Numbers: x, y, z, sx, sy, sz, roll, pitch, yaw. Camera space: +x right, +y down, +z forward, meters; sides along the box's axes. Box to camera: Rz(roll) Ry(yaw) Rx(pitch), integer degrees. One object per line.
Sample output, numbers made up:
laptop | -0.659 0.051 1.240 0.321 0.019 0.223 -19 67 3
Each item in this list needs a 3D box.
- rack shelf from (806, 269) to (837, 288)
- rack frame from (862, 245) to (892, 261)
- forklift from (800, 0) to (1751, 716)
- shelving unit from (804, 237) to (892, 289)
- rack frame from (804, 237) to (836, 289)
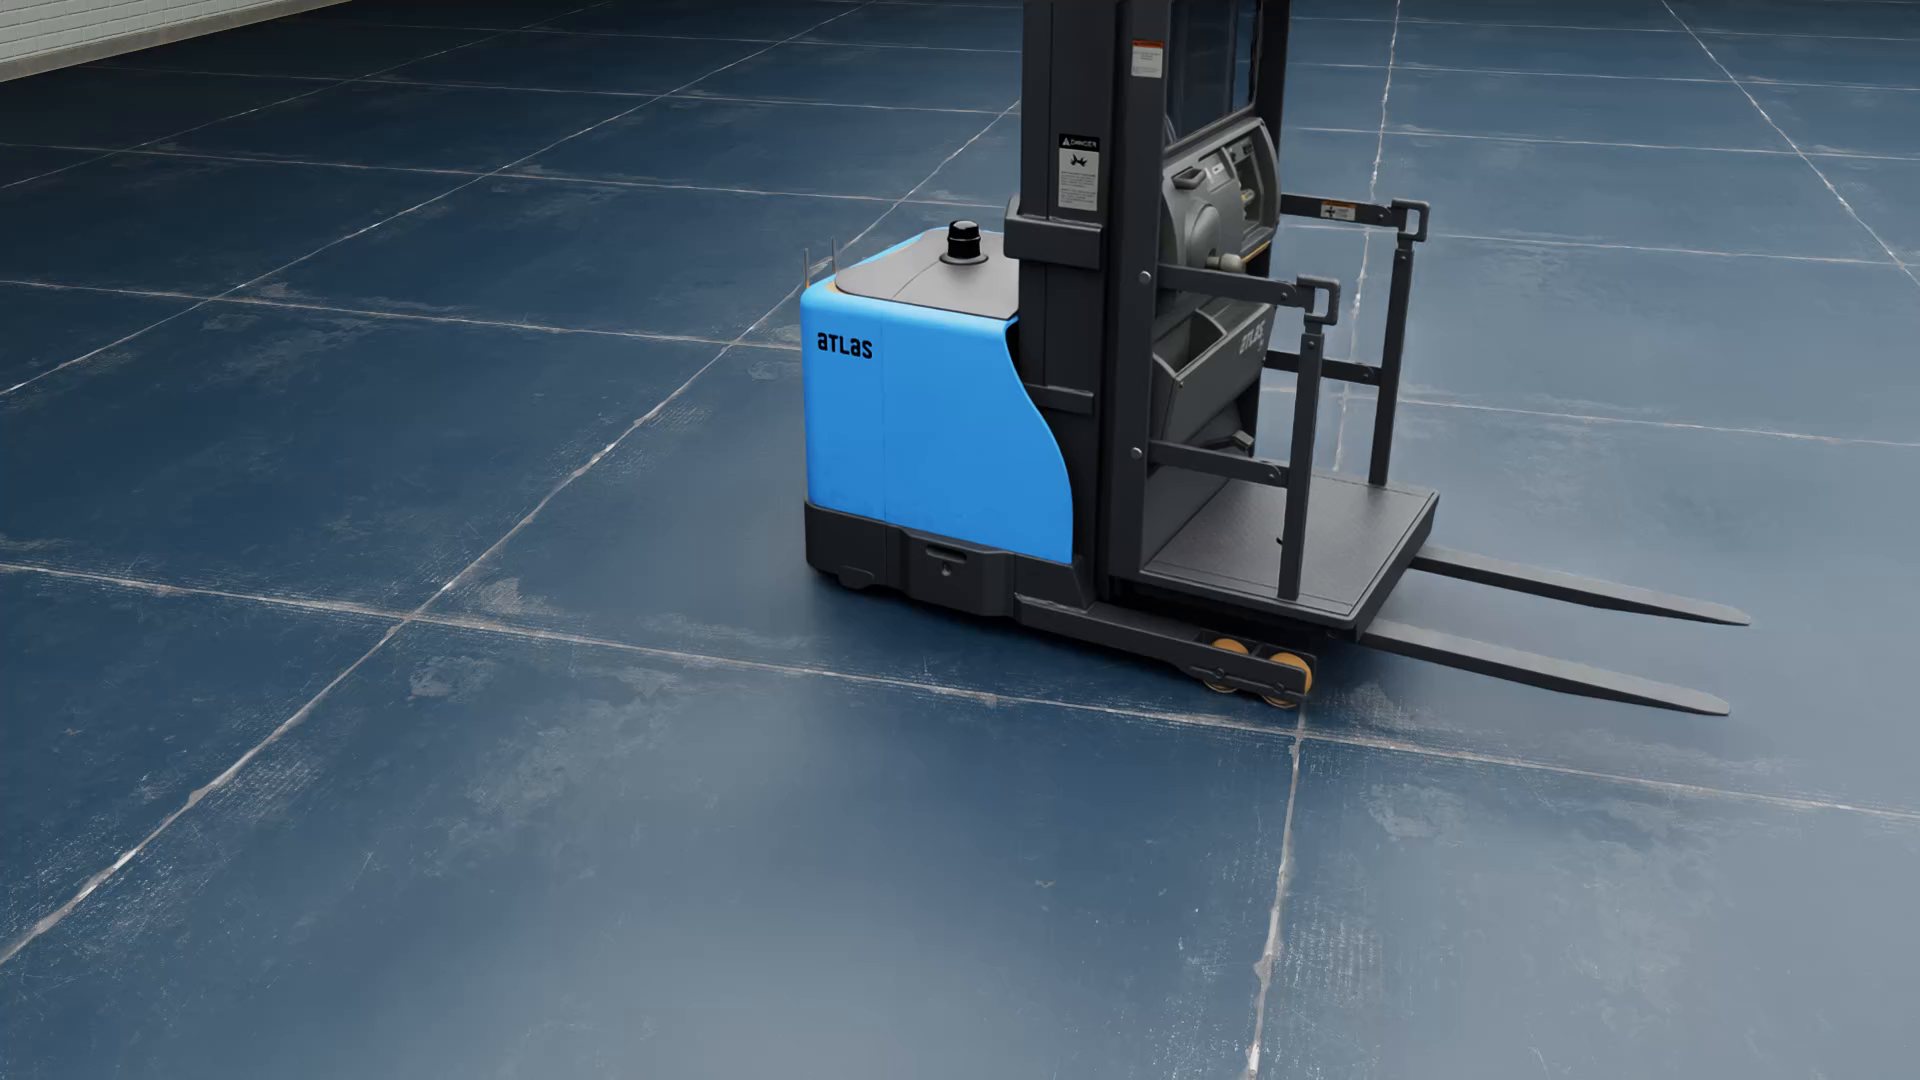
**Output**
rack shelf | -0.406 -0.836 6.149 0.240 0.259 0.215 13 28 25
rack frame | -0.299 -0.564 6.214 0.008 1.050 0.200 13 28 25
forklift | 0.996 -1.063 5.074 3.031 2.935 1.130 13 28 25
shelving unit | -0.406 -0.589 6.266 0.252 1.050 0.215 13 28 25
rack frame | -0.514 -0.614 6.318 0.008 1.050 0.200 13 28 25
